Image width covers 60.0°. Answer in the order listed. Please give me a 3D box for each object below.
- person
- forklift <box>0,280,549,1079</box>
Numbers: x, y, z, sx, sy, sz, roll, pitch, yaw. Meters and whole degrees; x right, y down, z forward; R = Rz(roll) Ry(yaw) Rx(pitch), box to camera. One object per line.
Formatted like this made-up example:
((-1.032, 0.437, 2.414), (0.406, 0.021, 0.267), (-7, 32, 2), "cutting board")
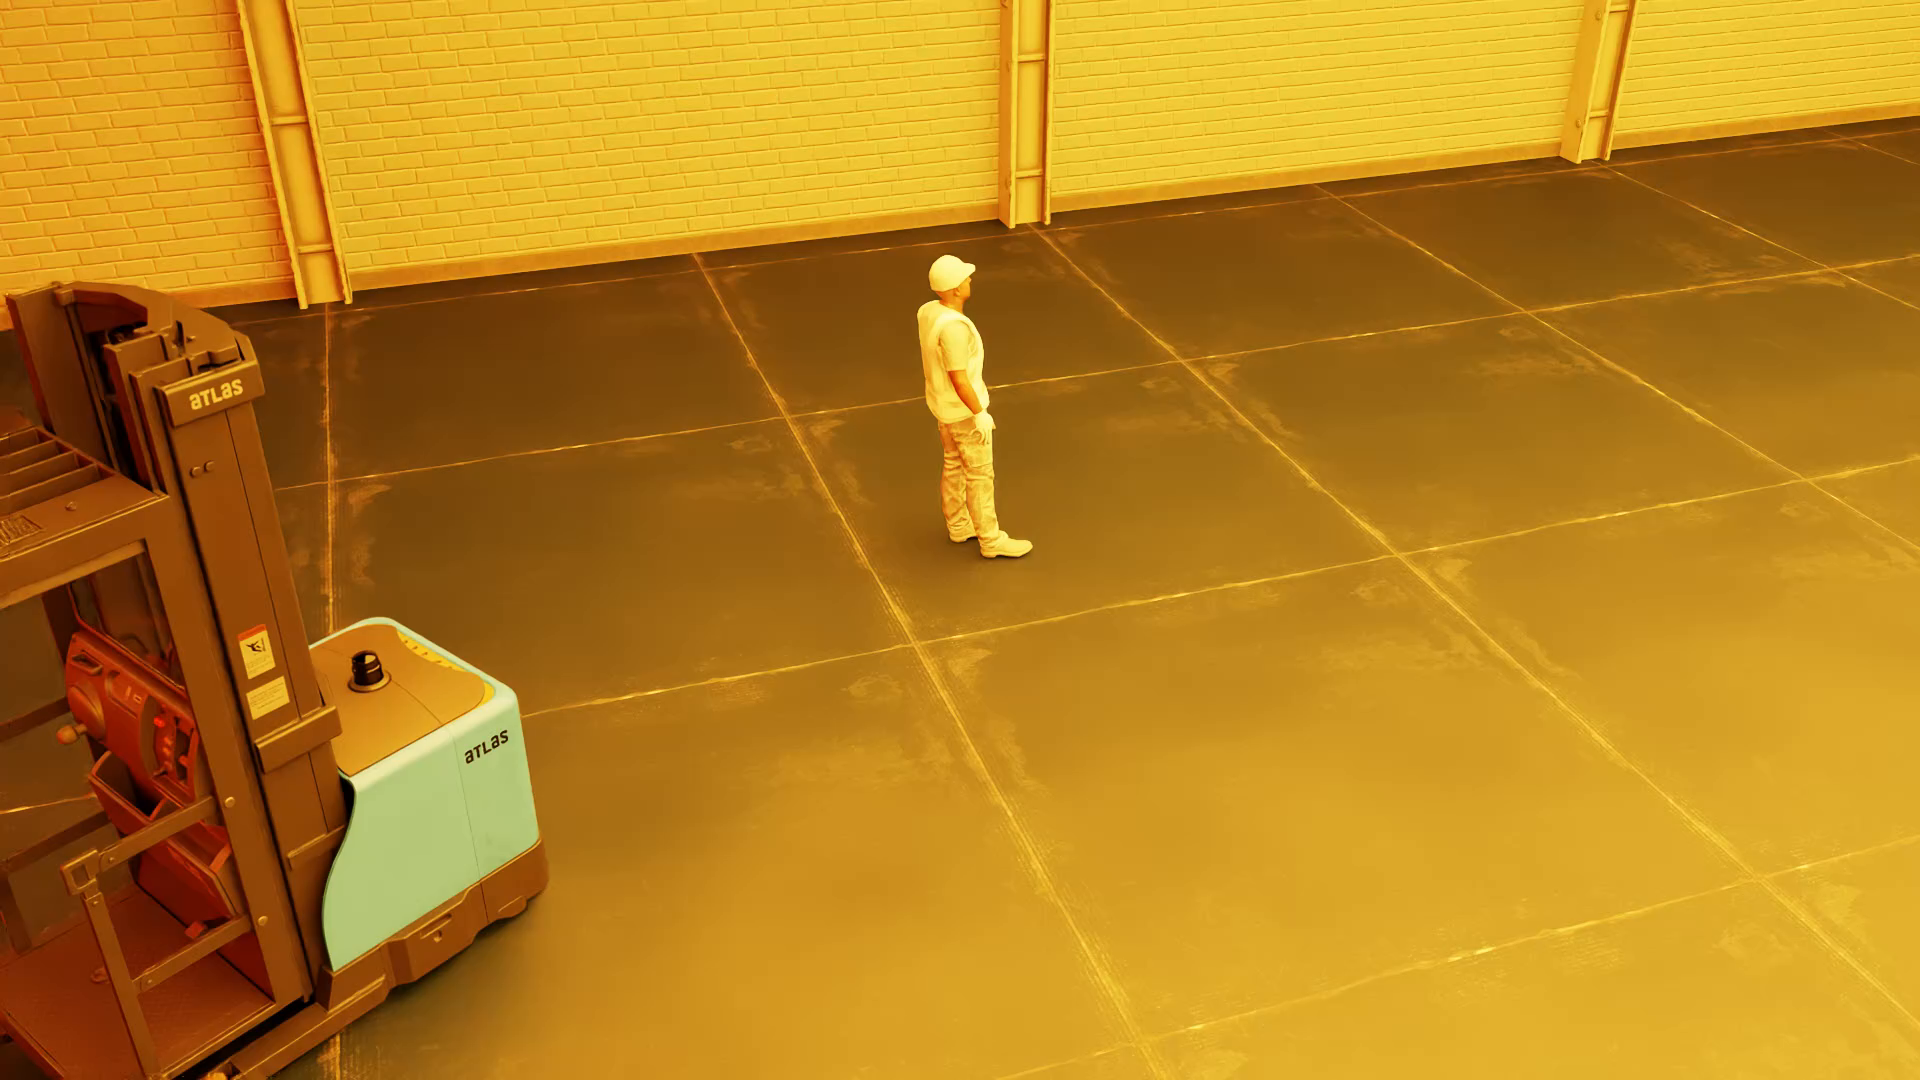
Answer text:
((0.071, -0.786, 9.590), (0.577, 1.782, 0.656), (-10, 31, -16), "person")
((-3.122, 0.697, 5.876), (1.130, 2.935, 3.031), (22, 37, 33), "forklift")
